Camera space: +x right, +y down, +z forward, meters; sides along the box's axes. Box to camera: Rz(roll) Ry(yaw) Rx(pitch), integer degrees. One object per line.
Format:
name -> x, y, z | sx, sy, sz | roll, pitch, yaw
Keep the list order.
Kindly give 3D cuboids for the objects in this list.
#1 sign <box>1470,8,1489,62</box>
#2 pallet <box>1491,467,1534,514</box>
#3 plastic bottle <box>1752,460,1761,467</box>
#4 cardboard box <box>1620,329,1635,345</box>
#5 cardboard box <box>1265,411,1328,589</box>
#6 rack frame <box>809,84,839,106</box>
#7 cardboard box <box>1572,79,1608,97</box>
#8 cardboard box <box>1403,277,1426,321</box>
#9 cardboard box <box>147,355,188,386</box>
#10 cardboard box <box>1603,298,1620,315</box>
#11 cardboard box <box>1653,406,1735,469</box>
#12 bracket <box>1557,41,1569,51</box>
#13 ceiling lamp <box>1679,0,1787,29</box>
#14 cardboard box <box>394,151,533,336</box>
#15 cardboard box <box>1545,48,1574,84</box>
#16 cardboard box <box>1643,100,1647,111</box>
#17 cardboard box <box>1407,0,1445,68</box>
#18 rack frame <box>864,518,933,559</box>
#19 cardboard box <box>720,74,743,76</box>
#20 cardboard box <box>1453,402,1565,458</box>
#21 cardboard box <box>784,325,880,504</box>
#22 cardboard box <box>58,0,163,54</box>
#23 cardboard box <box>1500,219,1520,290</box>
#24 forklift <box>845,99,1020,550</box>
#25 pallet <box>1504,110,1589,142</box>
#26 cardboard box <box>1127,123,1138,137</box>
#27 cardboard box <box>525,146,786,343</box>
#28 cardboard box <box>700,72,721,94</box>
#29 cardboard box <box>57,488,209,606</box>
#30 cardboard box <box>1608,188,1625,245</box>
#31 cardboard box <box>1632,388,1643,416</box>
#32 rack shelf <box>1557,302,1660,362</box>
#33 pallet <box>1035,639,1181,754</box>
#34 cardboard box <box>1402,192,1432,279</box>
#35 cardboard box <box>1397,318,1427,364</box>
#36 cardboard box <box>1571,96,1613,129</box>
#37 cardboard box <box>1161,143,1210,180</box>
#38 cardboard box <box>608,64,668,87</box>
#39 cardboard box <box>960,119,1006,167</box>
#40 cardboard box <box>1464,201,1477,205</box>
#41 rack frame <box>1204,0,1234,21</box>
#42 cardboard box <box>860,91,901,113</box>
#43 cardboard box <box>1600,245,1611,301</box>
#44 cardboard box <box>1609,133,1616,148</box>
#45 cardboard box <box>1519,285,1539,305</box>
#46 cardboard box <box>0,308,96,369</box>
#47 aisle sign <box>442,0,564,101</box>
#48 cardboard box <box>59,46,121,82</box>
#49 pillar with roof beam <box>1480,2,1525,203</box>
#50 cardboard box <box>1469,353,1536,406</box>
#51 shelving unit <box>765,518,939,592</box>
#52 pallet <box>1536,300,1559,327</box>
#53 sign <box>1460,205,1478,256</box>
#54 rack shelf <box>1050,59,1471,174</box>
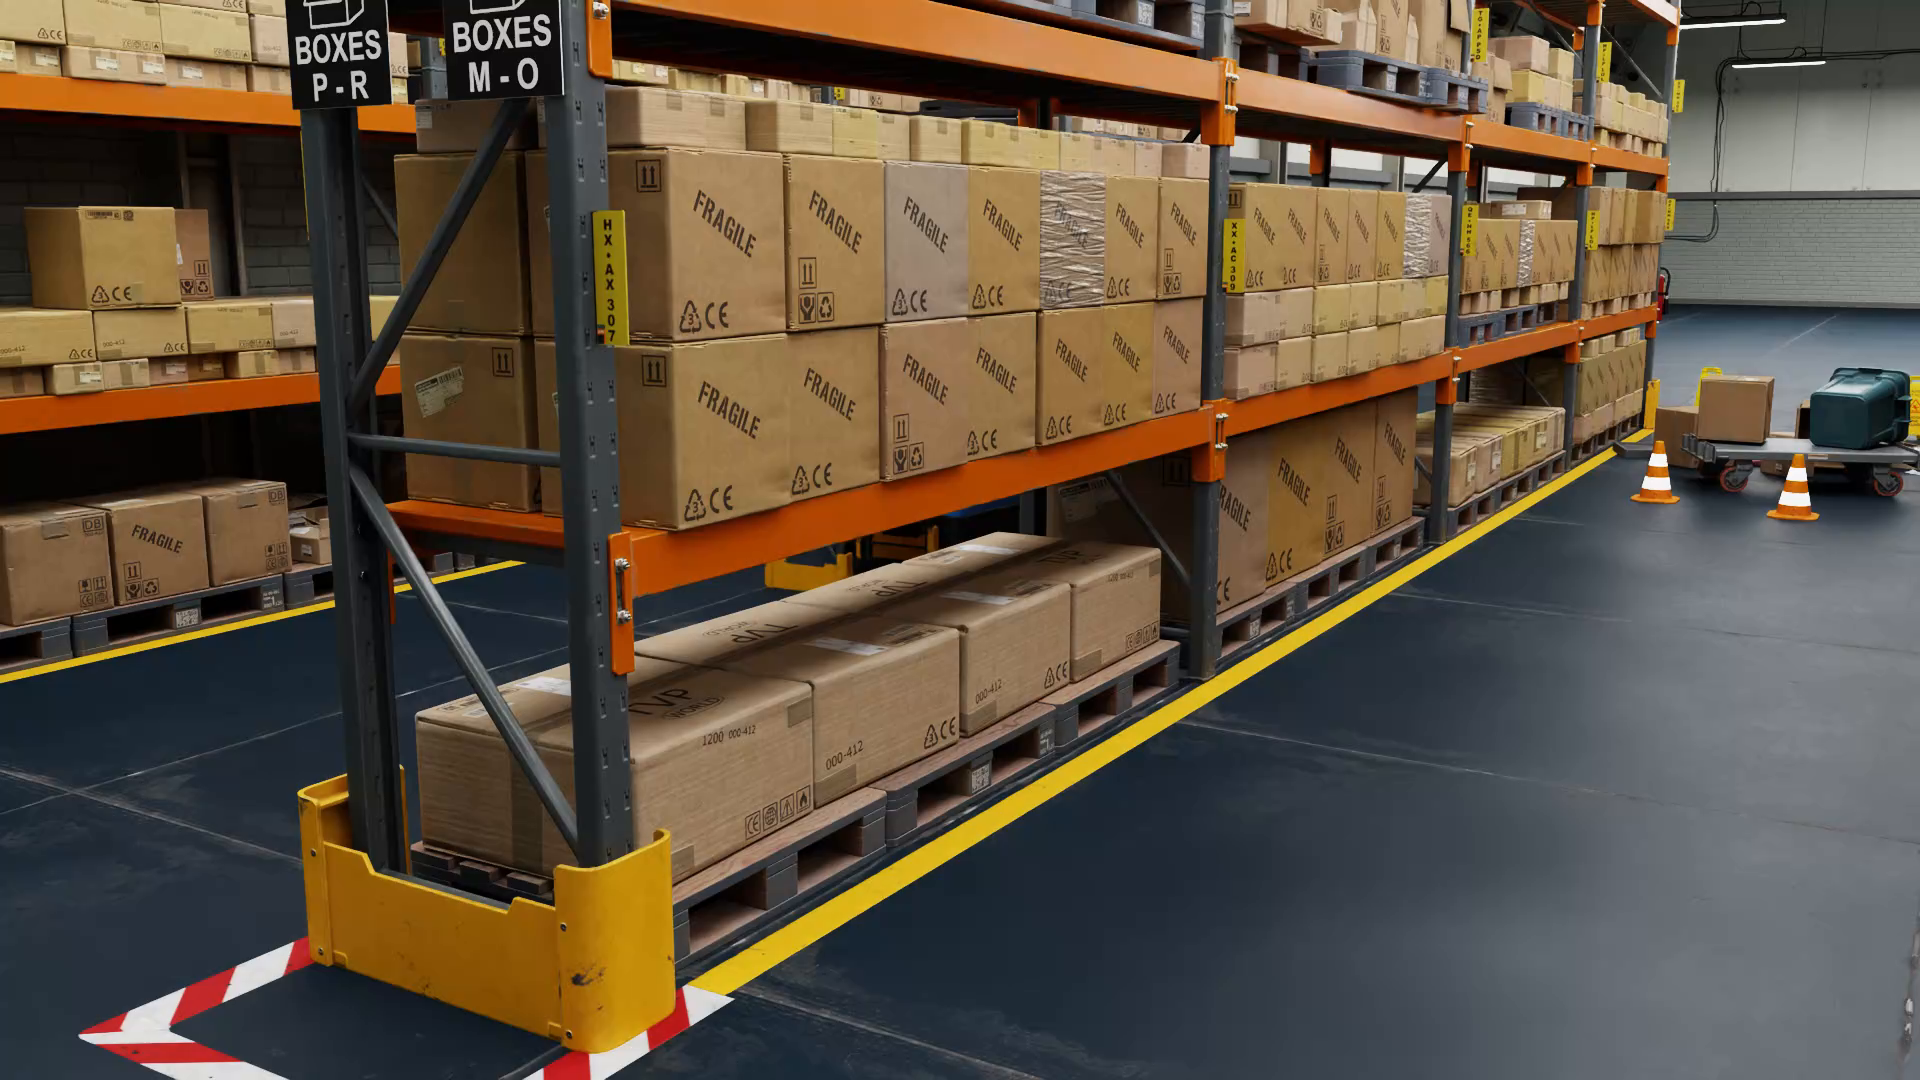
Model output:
sign -> 3.297, -3.202, 10.551 | 0.100, 0.325, 0.005 | 6, 12, 31
pallet -> 3.868, -0.432, 13.105 | 1.003, 0.211, 1.213 | 6, 12, 31
plastic bottle -> 7.176, -0.698, 14.929 | 0.133, 0.061, 0.283 | 9, 14, 40
cardboard box -> 6.521, -2.035, 16.619 | 0.380, 0.149, 0.250 | 7, 12, 32
cardboard box -> 1.466, -0.270, 9.293 | 0.875, 0.875, 0.875 | 7, 13, 32
rack frame -> -1.418, -4.912, 13.149 | 1.000, 3.000, 0.127 | 6, 12, 31
cardboard box -> 5.346, -3.879, 14.304 | 0.380, 0.149, 0.250 | 6, 12, 30
cardboard box -> 2.529, -1.480, 10.170 | 0.500, 0.250, 0.500 | 6, 12, 29
cardboard box -> -4.260, -0.895, 8.680 | 0.380, 0.149, 0.250 | 6, 12, 31
cardboard box -> 6.013, -2.214, 15.726 | 0.380, 0.149, 0.250 | 6, 12, 31
cardboard box -> 6.623, -0.929, 14.967 | 0.500, 0.500, 0.500 | -4, 11, -18
bracket -> 14.152, -11.591, 39.046 | 0.235, 0.232, 0.430 | 6, 12, 31
ceiling lamp -> 14.503, -11.239, 31.087 | 2.000, 3.185, 0.800 | 6, 12, 31
cardboard box -> -1.280, -0.870, 4.876 | 0.500, 0.500, 0.500 | 7, 13, 33
cardboard box -> 4.711, -3.868, 13.633 | 0.500, 0.250, 0.500 | 7, 13, 32
cardboard box -> 6.598, -4.295, 16.523 | 0.380, 0.149, 0.250 | 6, 12, 31
cardboard box -> 2.475, -3.045, 9.919 | 0.700, 0.500, 0.500 | 6, 12, 28
rack frame -> -0.393, -0.602, 10.507 | 0.500, 1.500, 0.032 | 6, 12, 29
cardboard box -> -1.833, -3.509, 12.327 | 0.380, 0.149, 0.250 | 6, 12, 30
cardboard box -> 4.633, -0.950, 14.293 | 0.950, 0.372, 0.625 | 7, 12, 31
cardboard box -> -0.593, -0.410, 5.138 | 0.500, 0.500, 0.500 | 6, 12, 30
cardboard box -> -4.336, -2.540, 8.232 | 0.500, 0.250, 0.500 | 6, 12, 30
cardboard box -> 3.793, -2.106, 12.247 | 0.500, 0.500, 0.500 | 7, 12, 32
forklift -> 0.302, -1.559, 11.733 | 1.130, 2.935, 3.031 | 6, 12, 29
pallet -> 4.492, -3.413, 13.809 | 1.213, 0.211, 1.003 | 6, 12, 31
cardboard box -> 1.689, -4.460, 17.842 | 0.396, 0.266, 0.258 | 6, 12, 29
cardboard box -> -0.834, -0.820, 4.608 | 0.500, 0.500, 0.500 | 6, 12, 29
cardboard box -> -1.969, -3.325, 12.151 | 0.380, 0.149, 0.250 | 7, 12, 31
cardboard box -> -4.335, 0.026, 8.729 | 0.500, 0.500, 0.500 | 7, 12, 32
cardboard box -> 5.601, -2.932, 15.080 | 0.700, 0.500, 0.500 | 6, 12, 31
cardboard box -> 6.778, -1.446, 17.270 | 0.500, 0.250, 0.500 | 6, 12, 30
rack shelf -> 5.942, -2.079, 16.278 | 1.077, 0.370, 4.000 | 6, 12, 31
pallet -> 0.288, 0.623, 7.469 | 1.003, 0.211, 1.213 | 6, 12, 31
cardboard box -> 2.522, -1.842, 10.067 | 0.500, 0.500, 0.500 | 7, 12, 32
cardboard box -> 2.534, -1.229, 10.191 | 0.500, 0.250, 0.500 | 7, 12, 32
cardboard box -> 5.366, -3.708, 14.472 | 0.500, 0.250, 0.500 | 6, 12, 29
cardboard box -> 0.862, -1.641, 7.229 | 0.380, 0.149, 0.250 | 6, 12, 30
cardboard box -> -2.223, -3.193, 11.393 | 0.380, 0.149, 0.250 | 7, 13, 32
cardboard box -> -0.065, -1.360, 5.728 | 0.380, 0.149, 0.250 | 6, 12, 29
cardboard box -> 3.881, -2.618, 13.217 | 0.380, 0.149, 0.250 | 7, 13, 34
rack frame -> 0.750, -3.809, 7.259 | 1.000, 3.000, 0.127 | 6, 12, 31
cardboard box -> -0.833, -3.833, 13.853 | 0.500, 0.500, 0.500 | 7, 12, 31
cardboard box -> 5.611, -2.437, 15.156 | 0.500, 0.500, 0.500 | 6, 12, 30
cardboard box -> 5.805, -3.657, 15.280 | 0.380, 0.149, 0.250 | 6, 12, 29
cardboard box -> 4.330, -1.935, 13.093 | 0.380, 0.149, 0.250 | 6, 12, 31
cardboard box -> -4.583, -0.982, 8.062 | 0.500, 0.250, 0.500 | 6, 12, 30
aisle sign -> -1.116, -1.470, 4.003 | 0.394, 0.787, 0.004 | 6, 12, 31
cardboard box -> -4.328, -2.315, 8.115 | 0.380, 0.149, 0.250 | 6, 12, 31
pillar with roof beam -> 14.629, -8.566, 32.669 | 9.100, 9.000, 0.548 | 6, 12, 31
cardboard box -> 4.981, -1.460, 15.311 | 0.500, 0.500, 0.500 | 6, 12, 30
shelving unit -> -0.646, -0.519, 10.063 | 0.587, 1.500, 1.083 | 6, 12, 29
pallet -> 4.382, -1.918, 13.982 | 1.003, 0.211, 1.213 | 6, 12, 31
sign -> 3.303, -2.006, 10.785 | 0.100, 0.325, 0.005 | 6, 12, 31
rack shelf -> 1.788, -2.295, 9.282 | 1.077, 0.370, 4.000 | 6, 12, 31
